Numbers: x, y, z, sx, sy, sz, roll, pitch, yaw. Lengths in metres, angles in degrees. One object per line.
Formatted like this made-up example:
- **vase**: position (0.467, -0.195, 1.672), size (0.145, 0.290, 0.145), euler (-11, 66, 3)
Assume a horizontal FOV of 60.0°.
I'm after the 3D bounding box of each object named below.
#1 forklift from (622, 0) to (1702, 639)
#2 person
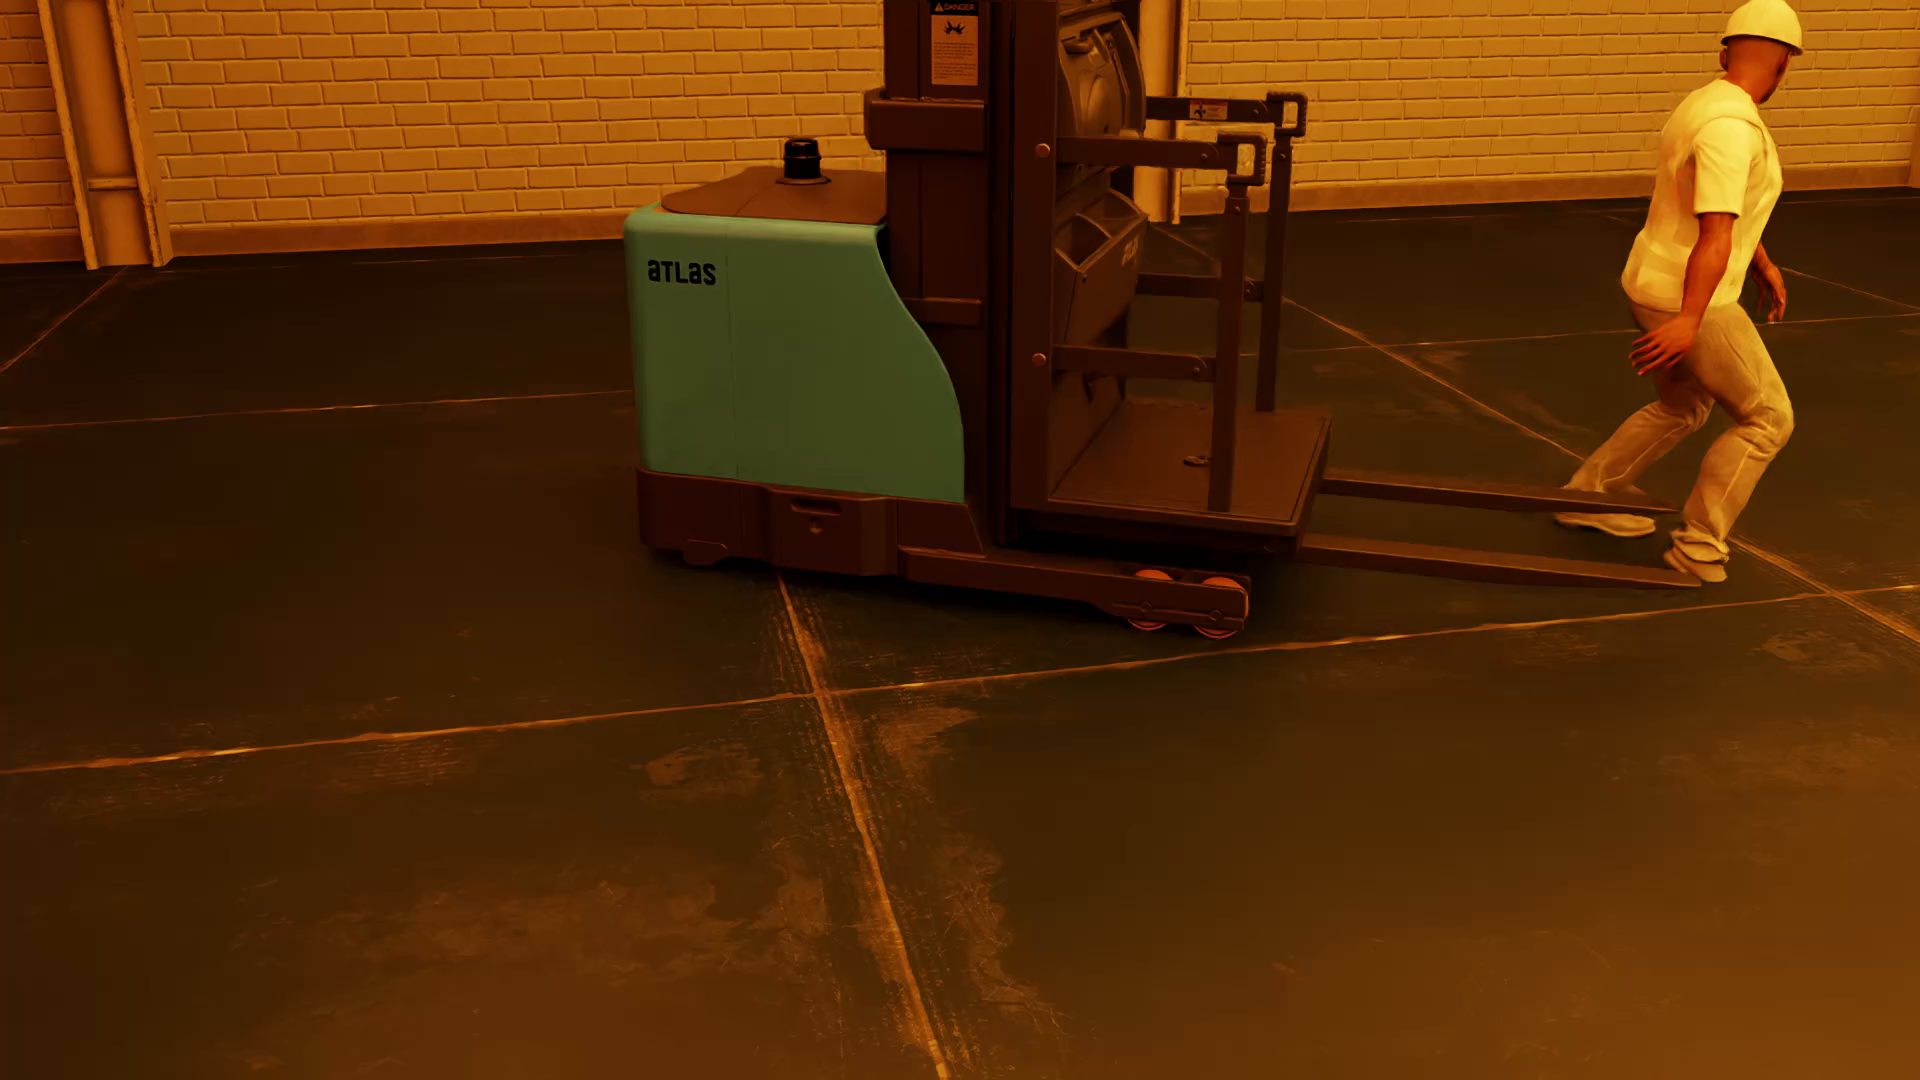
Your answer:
- **forklift**: position (0.590, -1.309, 4.618), size (3.031, 2.935, 1.130), euler (6, 22, 16)
- **person**: position (2.188, -0.684, 4.928), size (0.610, 1.763, 0.805), euler (5, 21, 12)
